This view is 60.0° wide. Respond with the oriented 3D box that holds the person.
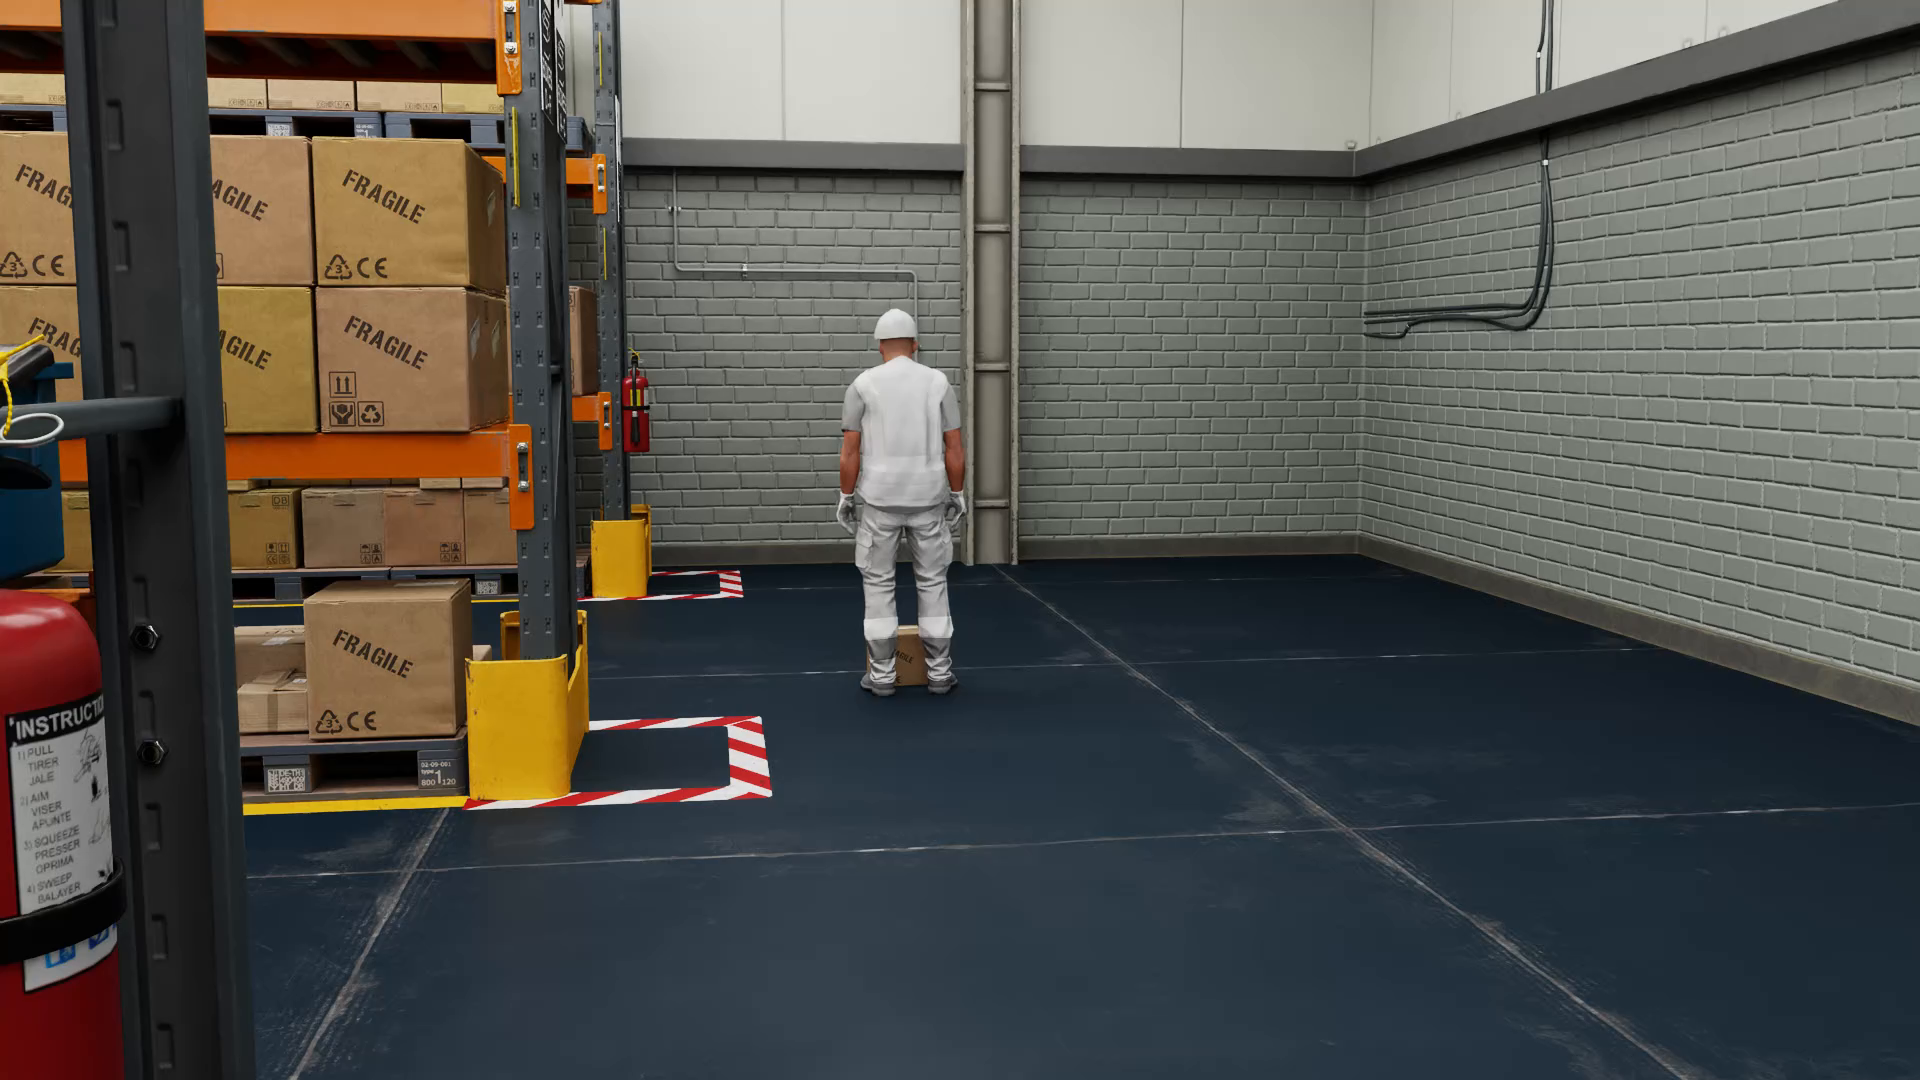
[{"bbox_3d":[-0.266,-0.175,7.709,0.609,1.777,0.448,-1,6,-8],"label":"person"}]
